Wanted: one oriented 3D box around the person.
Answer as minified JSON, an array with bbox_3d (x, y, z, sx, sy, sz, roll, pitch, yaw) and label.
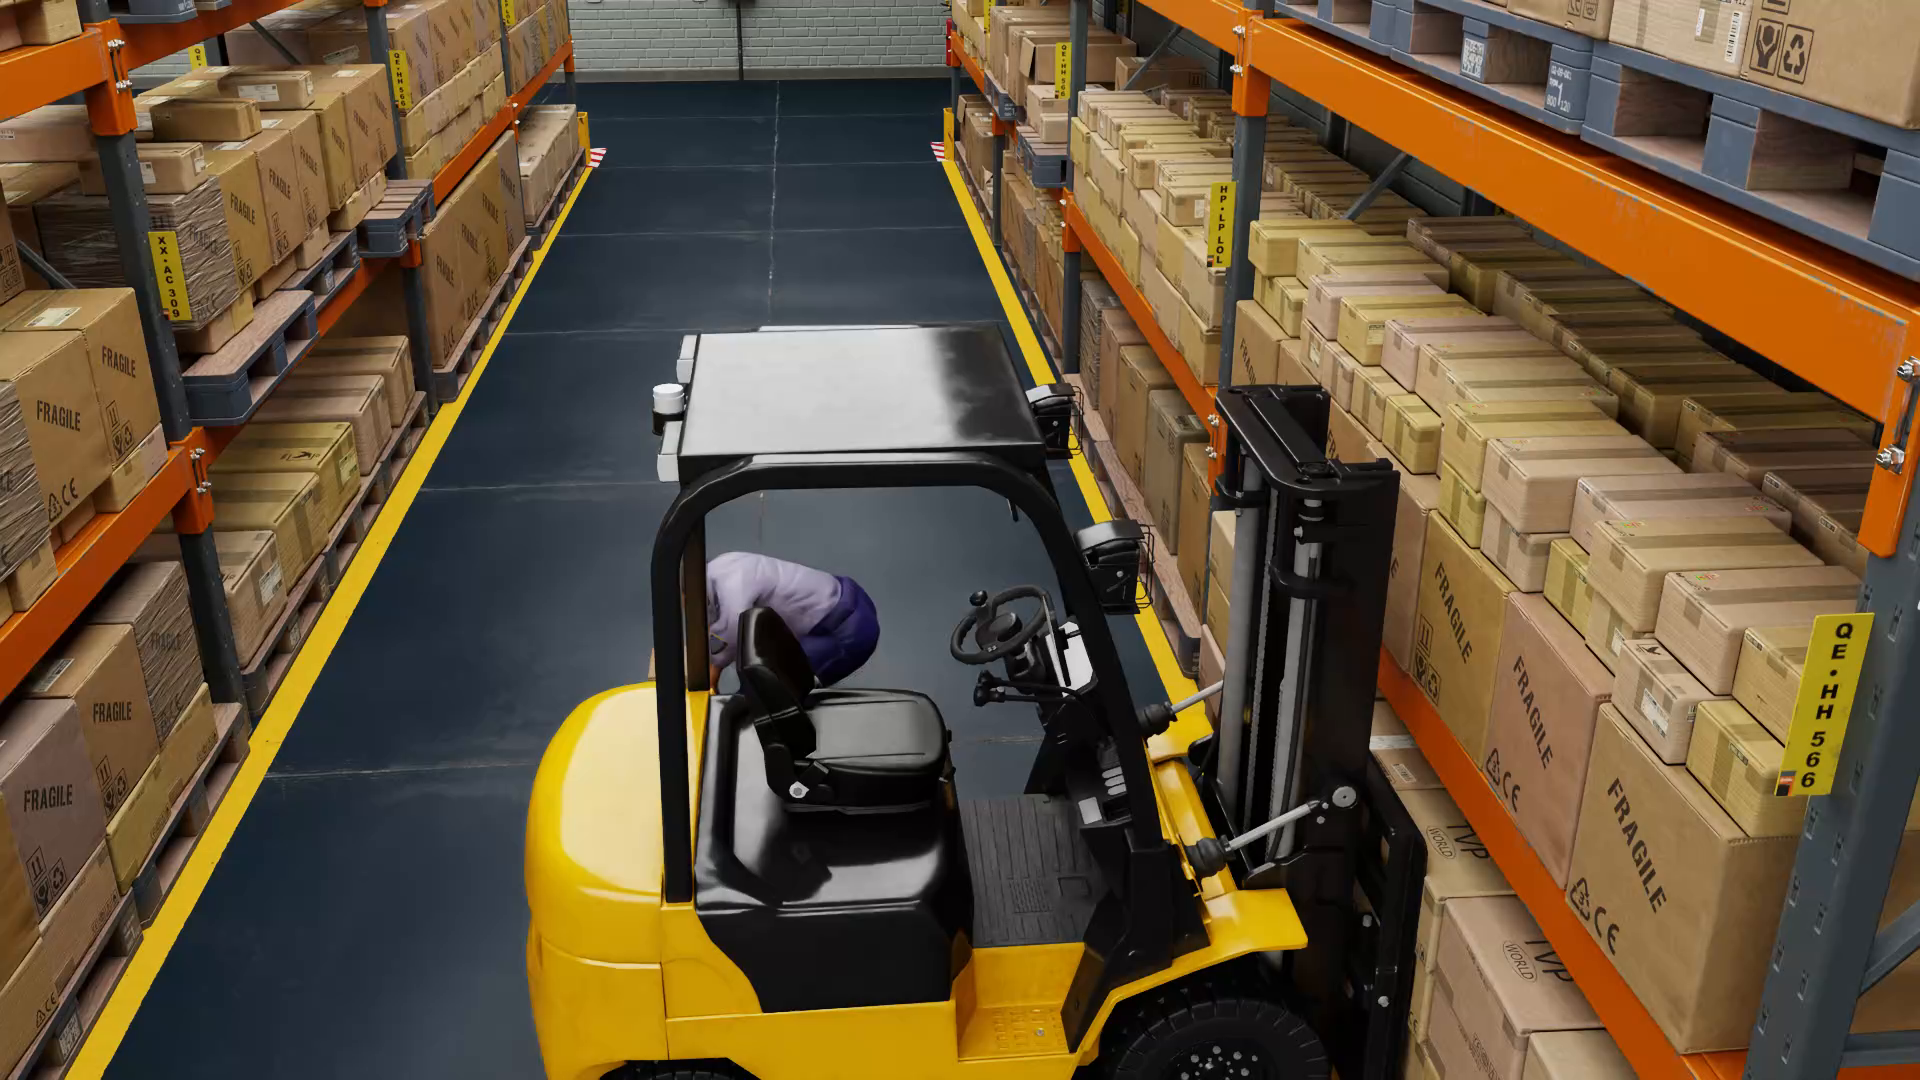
[{"bbox_3d":[-0.744,0.451,6.488,0.862,0.939,0.519,-3,24,-7],"label":"person"}]
